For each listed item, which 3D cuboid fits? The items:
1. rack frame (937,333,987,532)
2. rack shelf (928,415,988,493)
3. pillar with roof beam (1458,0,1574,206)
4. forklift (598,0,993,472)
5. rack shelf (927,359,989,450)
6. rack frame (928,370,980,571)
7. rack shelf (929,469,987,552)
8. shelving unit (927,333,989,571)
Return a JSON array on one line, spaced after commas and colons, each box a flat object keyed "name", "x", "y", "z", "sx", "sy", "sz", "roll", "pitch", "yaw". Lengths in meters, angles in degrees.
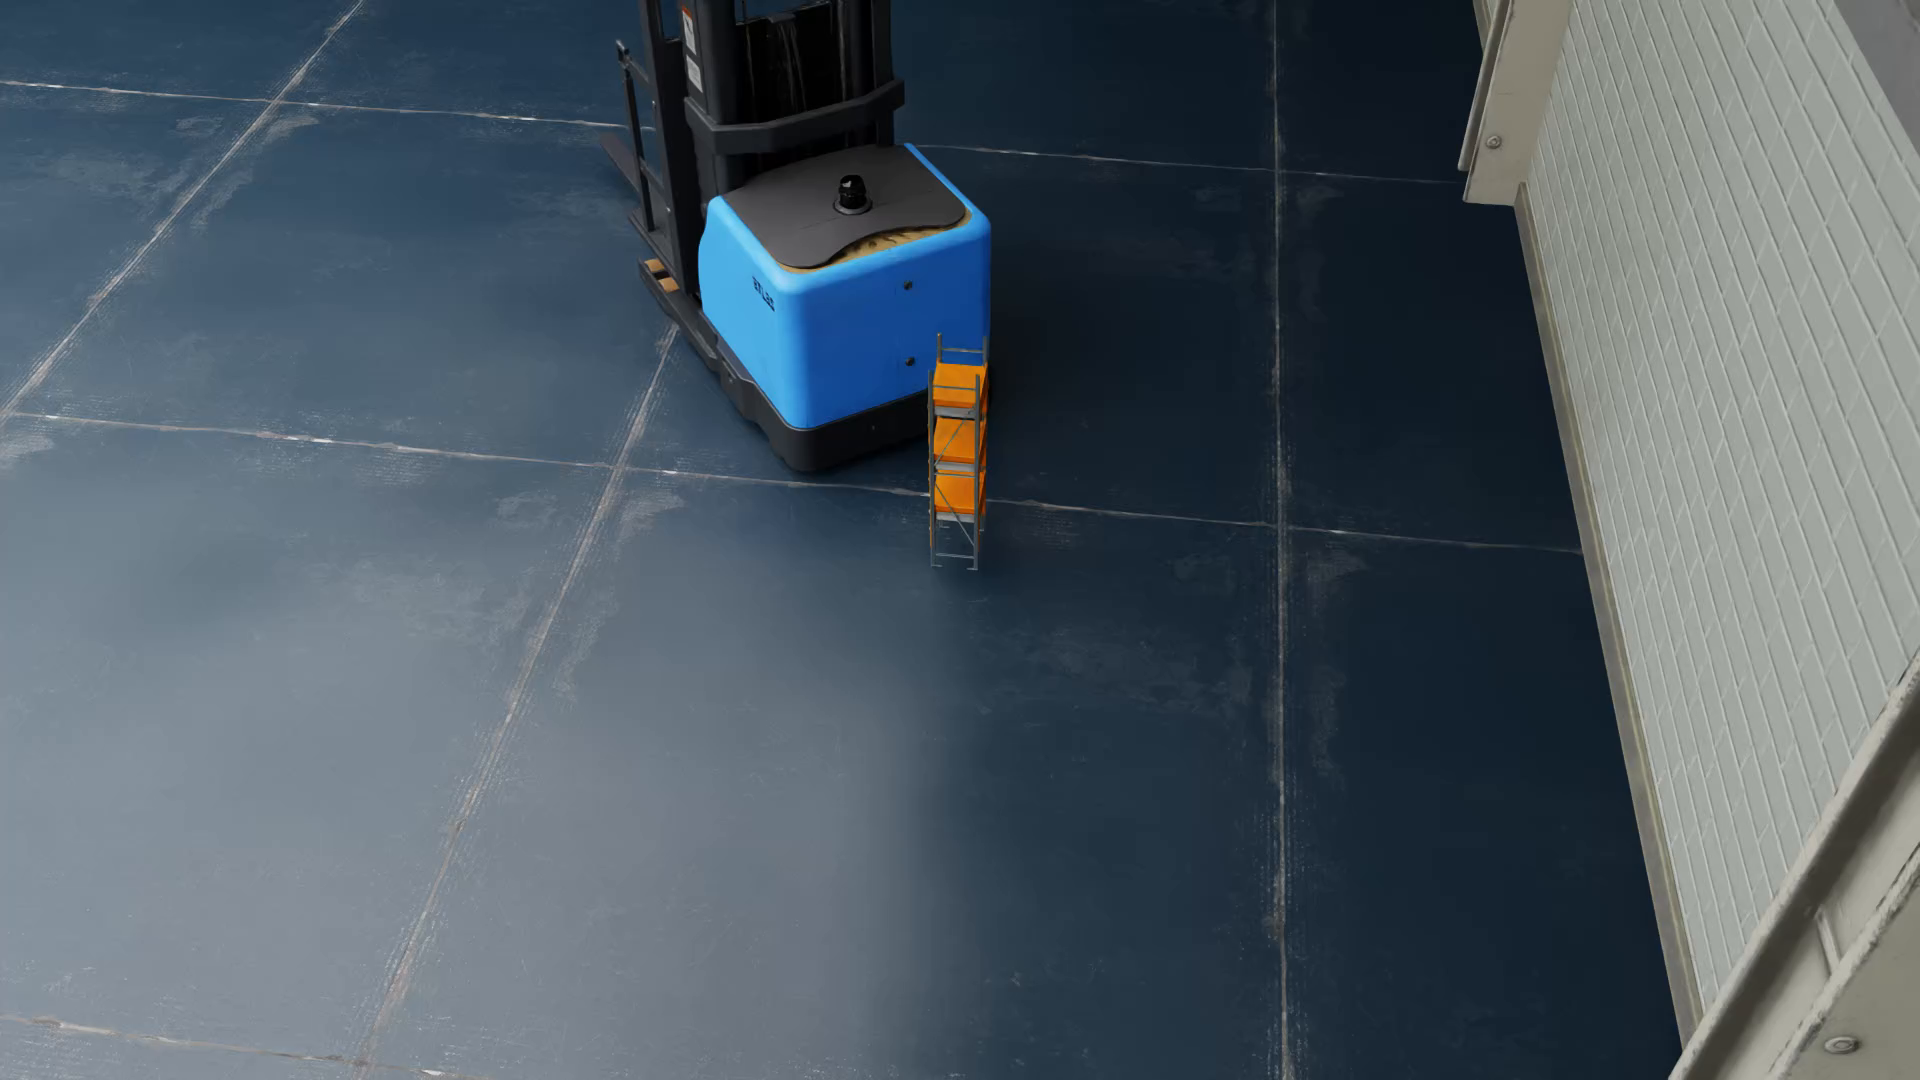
[{"name": "rack frame", "x": 0.009, "y": -0.428, "z": 6.938, "sx": 0.200, "sy": 1.050, "sz": 0.008, "roll": 5, "pitch": 44, "yaw": 6}, {"name": "rack shelf", "x": -0.007, "y": -0.337, "z": 6.858, "sx": 0.215, "sy": 0.259, "sz": 0.240, "roll": 5, "pitch": 44, "yaw": 6}, {"name": "pillar with roof beam", "x": -1.292, "y": -5.655, "z": 6.677, "sx": 9.100, "sy": 9.000, "sz": 0.400, "roll": 5, "pitch": 44, "yaw": 6}, {"name": "forklift", "x": -1.003, "y": -2.376, "z": 7.628, "sx": 1.130, "sy": 2.935, "sz": 3.031, "roll": -21, "pitch": 47, "yaw": -21}, {"name": "rack shelf", "x": -0.007, "y": -0.543, "z": 6.663, "sx": 0.215, "sy": 0.259, "sz": 0.240, "roll": 5, "pitch": 44, "yaw": 6}, {"name": "rack frame", "x": -0.023, "y": -0.262, "z": 6.763, "sx": 0.200, "sy": 1.050, "sz": 0.008, "roll": 5, "pitch": 44, "yaw": 6}, {"name": "rack shelf", "x": -0.007, "y": -0.135, "z": 7.049, "sx": 0.215, "sy": 0.259, "sz": 0.240, "roll": 5, "pitch": 44, "yaw": 6}, {"name": "shelving unit", "x": -0.007, "y": -0.345, "z": 6.851, "sx": 0.215, "sy": 1.050, "sz": 0.252, "roll": 5, "pitch": 44, "yaw": 6}]
